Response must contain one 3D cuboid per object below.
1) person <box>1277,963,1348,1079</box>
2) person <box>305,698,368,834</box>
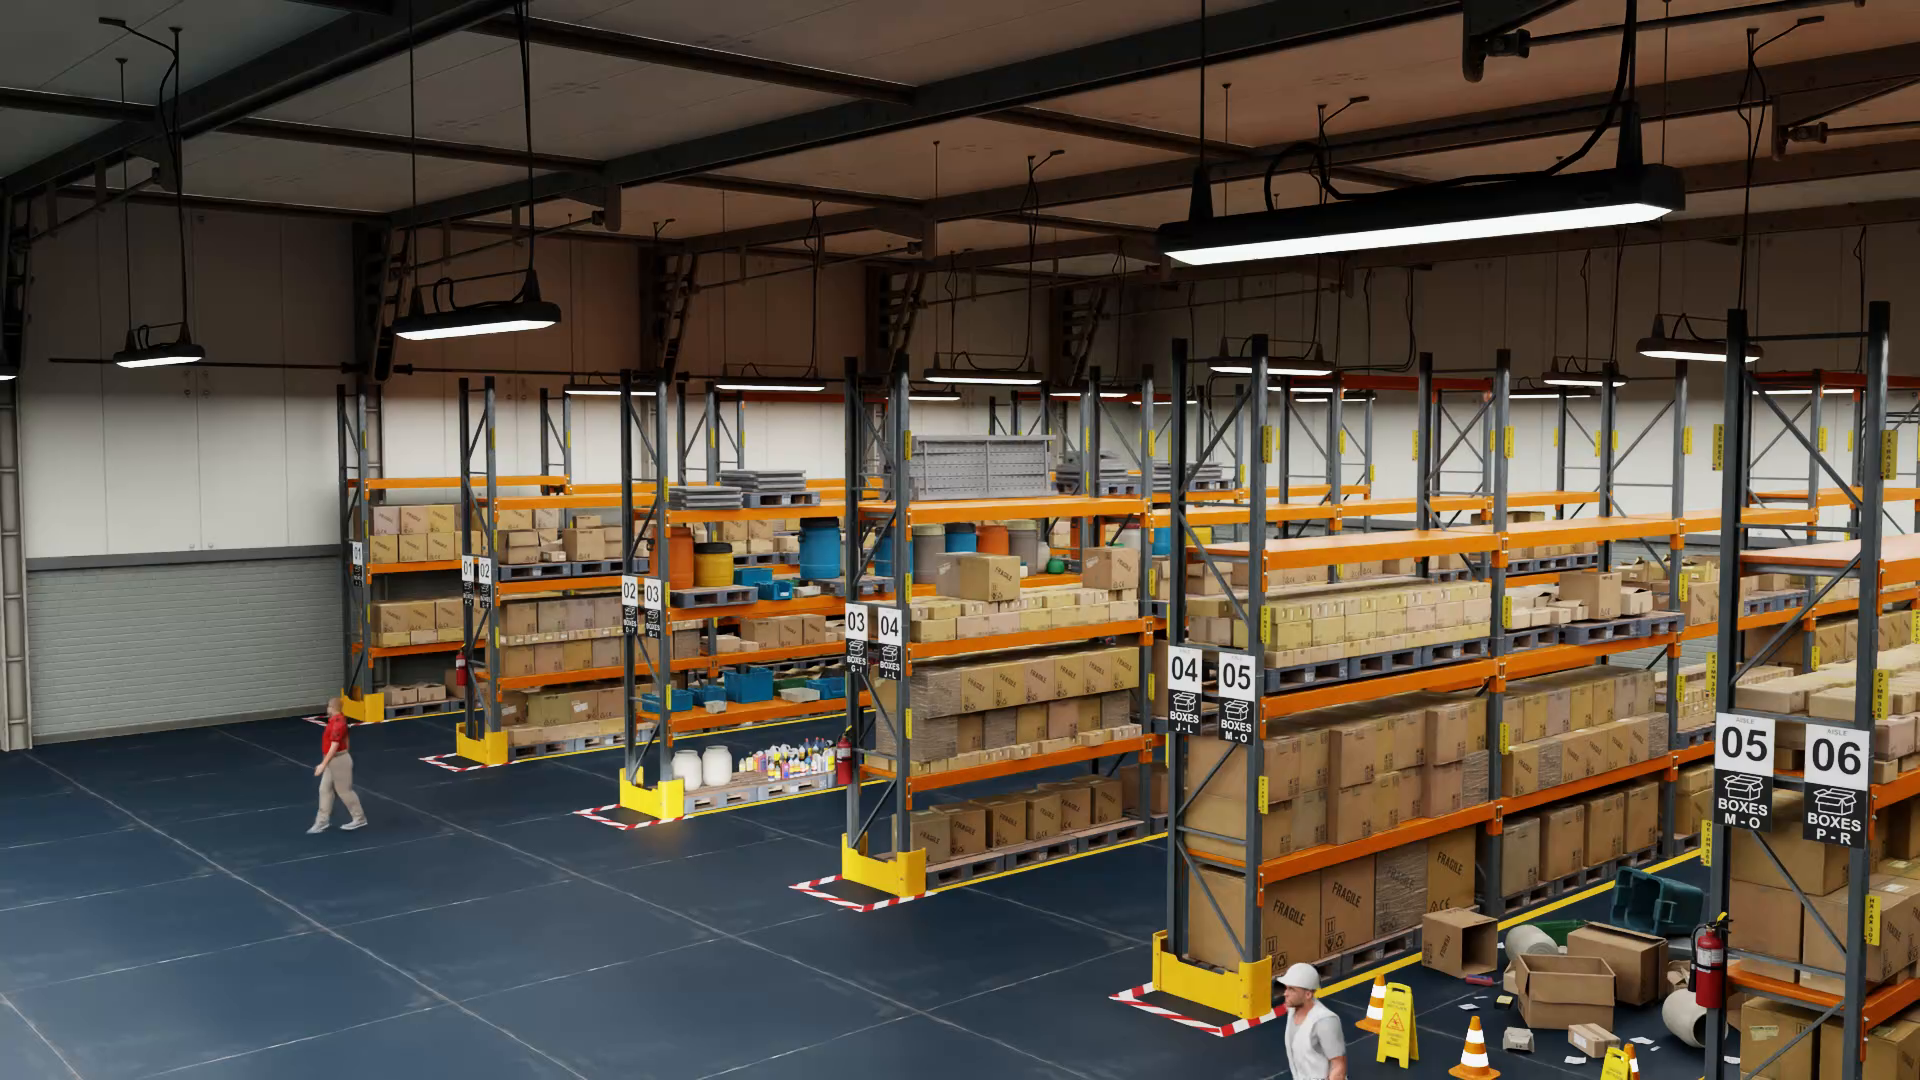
[{"bbox_3d":[2.398,3.587,10.762,0.745,1.748,0.610,-1,4,-20],"label":"person"},{"bbox_3d":[-8.072,2.925,21.466,0.766,1.772,0.564,-2,4,-22],"label":"person"}]
